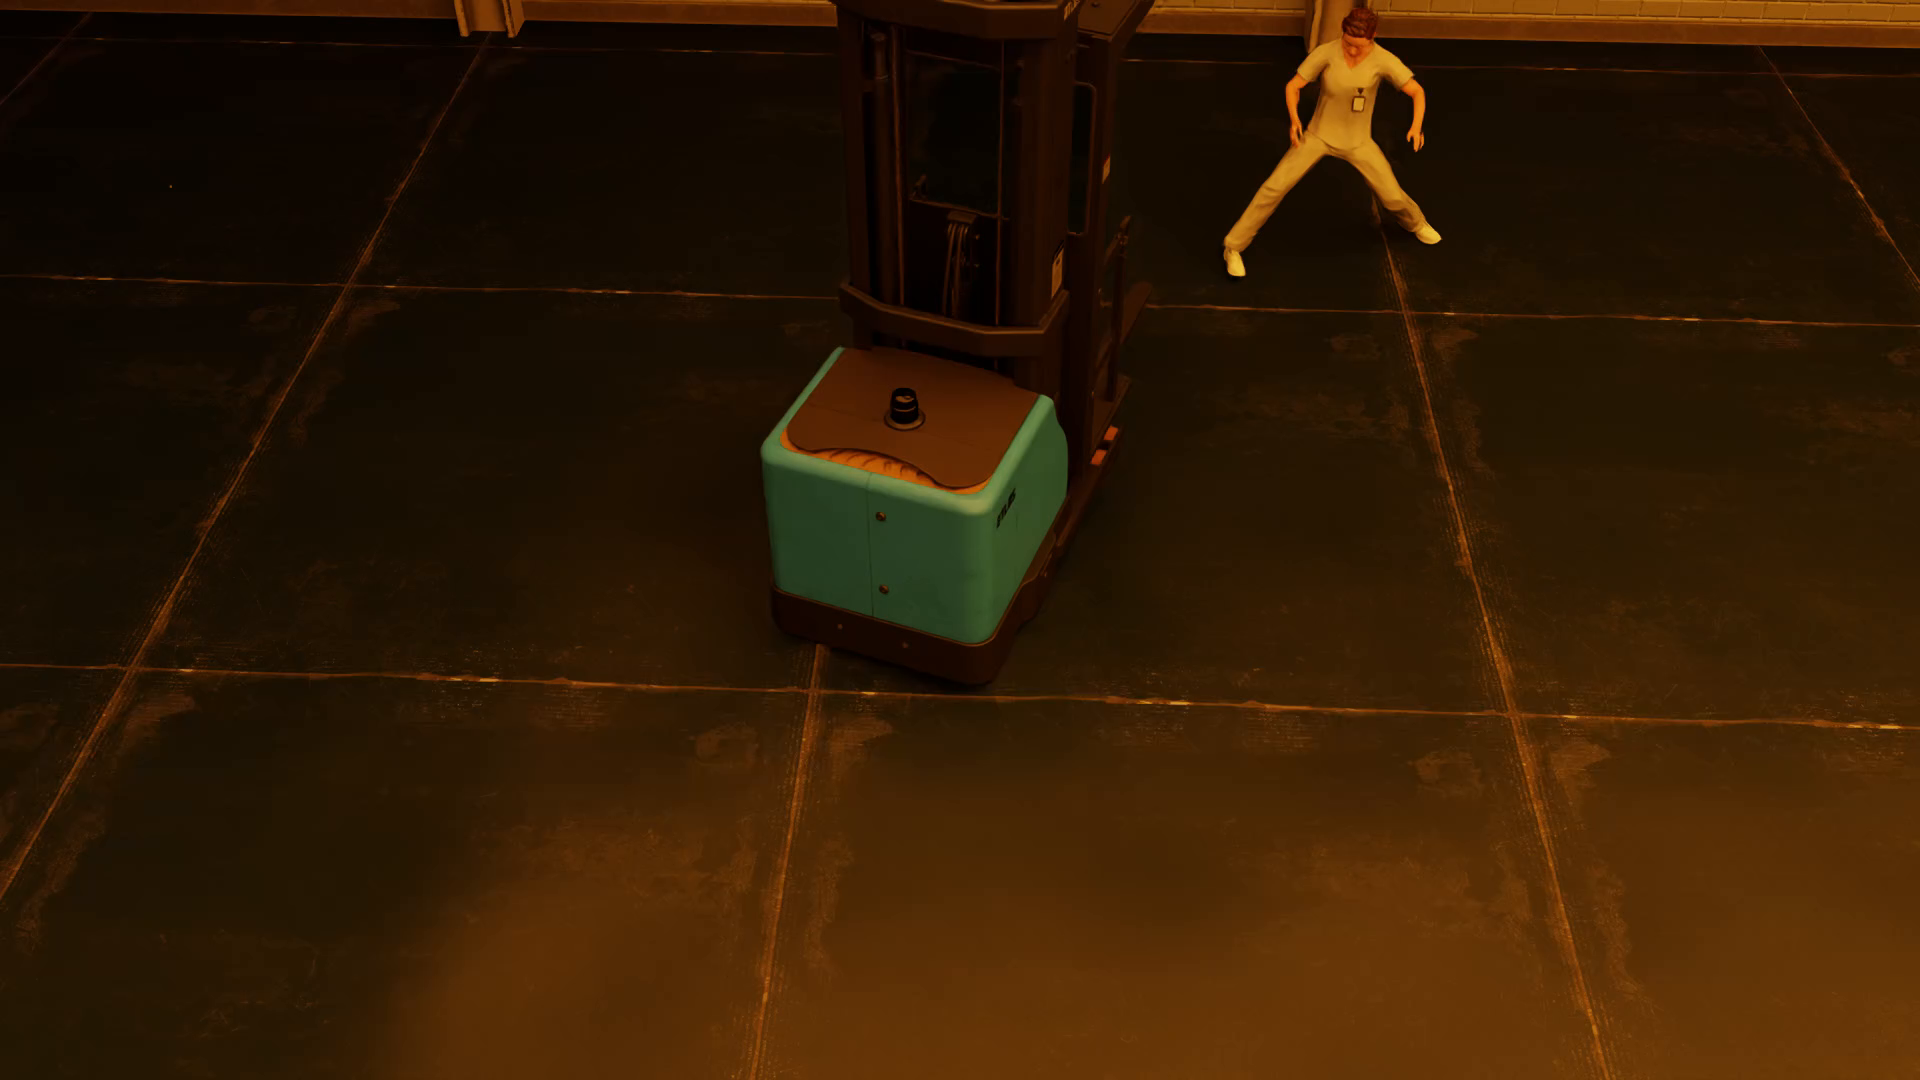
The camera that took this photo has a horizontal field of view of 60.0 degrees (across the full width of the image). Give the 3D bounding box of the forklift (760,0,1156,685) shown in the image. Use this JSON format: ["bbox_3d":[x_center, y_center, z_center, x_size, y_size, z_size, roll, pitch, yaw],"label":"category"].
[{"bbox_3d":[0.182,-1.466,7.348,1.130,2.935,3.031,15,44,16],"label":"forklift"}]

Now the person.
[{"bbox_3d":[2.166,-2.215,9.239,1.199,1.478,0.902,13,44,13],"label":"person"}]
